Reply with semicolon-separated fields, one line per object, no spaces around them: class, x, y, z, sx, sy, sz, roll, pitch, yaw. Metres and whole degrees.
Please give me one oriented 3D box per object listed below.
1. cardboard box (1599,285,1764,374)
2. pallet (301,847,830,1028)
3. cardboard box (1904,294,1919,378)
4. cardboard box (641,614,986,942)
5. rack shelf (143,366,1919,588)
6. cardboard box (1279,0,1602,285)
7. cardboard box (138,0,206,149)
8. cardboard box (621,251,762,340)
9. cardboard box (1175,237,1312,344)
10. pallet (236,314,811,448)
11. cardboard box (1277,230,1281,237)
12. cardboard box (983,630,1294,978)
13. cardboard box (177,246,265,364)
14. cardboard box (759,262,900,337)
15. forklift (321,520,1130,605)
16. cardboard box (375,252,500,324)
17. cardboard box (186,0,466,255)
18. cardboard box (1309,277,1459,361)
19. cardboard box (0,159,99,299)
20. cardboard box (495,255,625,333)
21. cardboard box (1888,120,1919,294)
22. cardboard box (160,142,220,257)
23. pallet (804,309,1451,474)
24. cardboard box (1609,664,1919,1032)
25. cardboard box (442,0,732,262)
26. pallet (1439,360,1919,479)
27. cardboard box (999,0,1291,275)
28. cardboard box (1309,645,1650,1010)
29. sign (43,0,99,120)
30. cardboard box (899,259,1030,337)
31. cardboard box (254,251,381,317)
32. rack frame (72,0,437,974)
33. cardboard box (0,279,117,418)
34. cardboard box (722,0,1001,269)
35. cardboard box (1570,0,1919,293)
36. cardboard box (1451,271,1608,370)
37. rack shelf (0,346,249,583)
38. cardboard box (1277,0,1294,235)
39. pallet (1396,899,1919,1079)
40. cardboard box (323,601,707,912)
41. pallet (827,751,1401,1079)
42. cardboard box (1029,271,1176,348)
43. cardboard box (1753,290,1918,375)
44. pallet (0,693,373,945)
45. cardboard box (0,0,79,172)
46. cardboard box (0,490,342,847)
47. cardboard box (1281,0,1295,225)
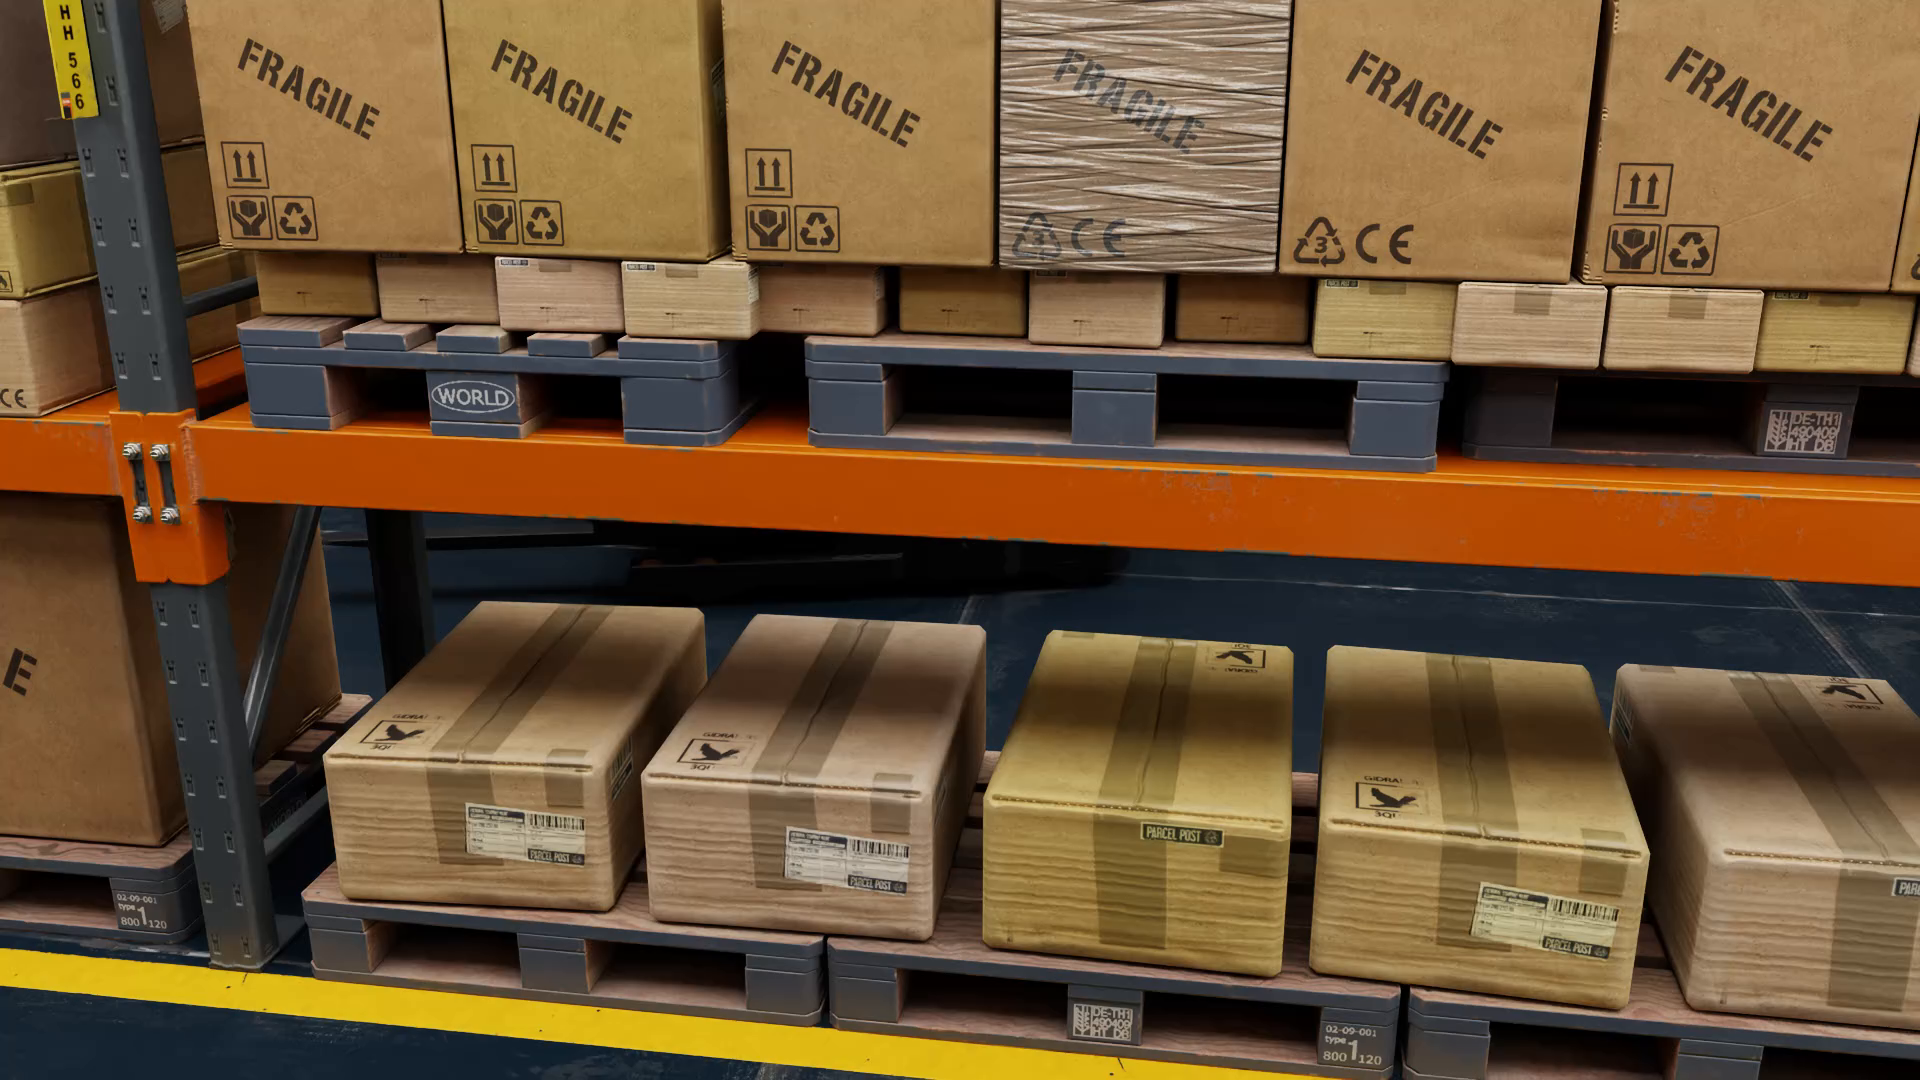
cardboard box;1.288;-0.424;3.076;0.250;0.149;0.380;3;19;8
pallet;-0.820;0.777;4.147;1.213;0.211;1.003;3;19;9
cardboard box;1.806;-0.403;3.014;0.250;0.149;0.380;3;19;9
cardboard box;-0.305;0.528;3.976;0.625;0.372;0.950;3;19;8
rack shelf;0.383;-0.143;3.637;4.000;0.370;1.077;3;19;9
cardboard box;0.867;-0.775;3.104;0.500;0.500;0.500;4;19;11
cardboard box;-2.040;-1.208;3.952;0.500;0.500;0.500;2;19;7
cardboard box;-0.495;-0.517;3.355;0.250;0.149;0.380;3;19;9
cardboard box;0.557;-0.504;3.317;0.250;0.149;0.380;2;19;7
pallet;-0.871;-0.491;3.847;1.003;0.211;1.213;3;19;9
cardboard box;0.834;-0.635;3.708;0.250;0.149;0.380;3;19;9
cardboard box;0.443;0.568;3.857;0.625;0.372;0.950;4;19;10
cardboard box;-2.035;-0.617;4.157;0.500;0.250;0.500;3;19;8
cardboard box;-0.245;-0.529;3.392;0.250;0.149;0.380;4;19;12
forklift;-0.905;-1.327;6.150;3.031;2.935;1.130;-2;19;-6
cardboard box;-1.026;-0.566;3.500;0.250;0.149;0.380;2;19;5
cardboard box;-1.184;-0.877;3.410;0.500;0.500;0.500;2;19;7
cardboard box;0.801;-0.459;3.181;0.250;0.149;0.380;3;19;9
cardboard box;-2.110;-0.696;3.603;0.500;0.250;0.500;3;19;8
cardboard box;-0.763;-0.537;3.416;0.250;0.149;0.380;2;19;5
cardboard box;1.865;-0.723;2.947;0.500;0.500;0.500;3;19;8
cardboard box;-2.053;-0.854;4.076;0.500;0.250;0.500;3;19;8
pallet;0.370;-0.407;3.595;1.213;0.211;1.003;3;19;9
cardboard box;1.840;0.638;3.649;0.625;0.372;0.950;3;19;9
cardboard box;-0.668;-0.853;3.338;0.500;0.500;0.500;4;19;11
pallet;1.626;-0.377;3.504;1.213;0.211;1.003;3;19;9
cardboard box;0.350;-0.801;3.182;0.500;0.500;0.500;2;19;7
cardboard box;1.129;0.603;3.754;0.625;0.372;0.950;4;19;12
sign;-1.676;-0.960;3.120;0.005;0.325;0.100;3;19;9
cardboard box;0.040;-0.527;3.386;0.250;0.149;0.380;4;19;11
cardboard box;-1.300;-0.590;3.574;0.250;0.149;0.380;2;19;5
rack frame;-1.591;-0.585;3.824;0.127;3.000;1.000;3;19;9
cardboard box;-2.132;-0.458;3.680;0.500;0.250;0.500;2;19;7
cardboard box;-0.143;-0.829;3.264;0.500;0.500;0.500;3;19;10
cardboard box;1.376;-0.747;3.020;0.500;0.500;0.500;3;19;9
cardboard box;1.036;-0.435;3.111;0.250;0.149;0.380;3;19;9
rack shelf;-3.566;-0.344;4.239;4.000;0.370;1.077;3;19;9
cardboard box;0.451;-0.961;3.661;0.500;0.500;0.500;2;19;6
pallet;1.589;0.900;3.780;1.213;0.211;1.003;3;19;9
cardboard box;-1.035;0.494;4.080;0.625;0.372;0.950;2;19;5
pallet;0.381;0.839;3.962;1.213;0.211;1.003;3;19;9
cardboard box;0.288;-0.494;3.285;0.250;0.149;0.380;4;19;10
cardboard box;1.549;-0.422;3.070;0.250;0.149;0.380;2;19;7
pallet;-2.358;0.674;4.455;1.213;0.211;1.003;3;19;9
cardboard box;-2.143;-1.051;3.482;0.500;0.500;0.500;2;19;7
cardboard box;-2.260;0.163;4.276;0.875;0.875;0.875;3;19;8
cardboard box;0.960;-0.939;3.593;0.500;0.500;0.500;3;19;8
